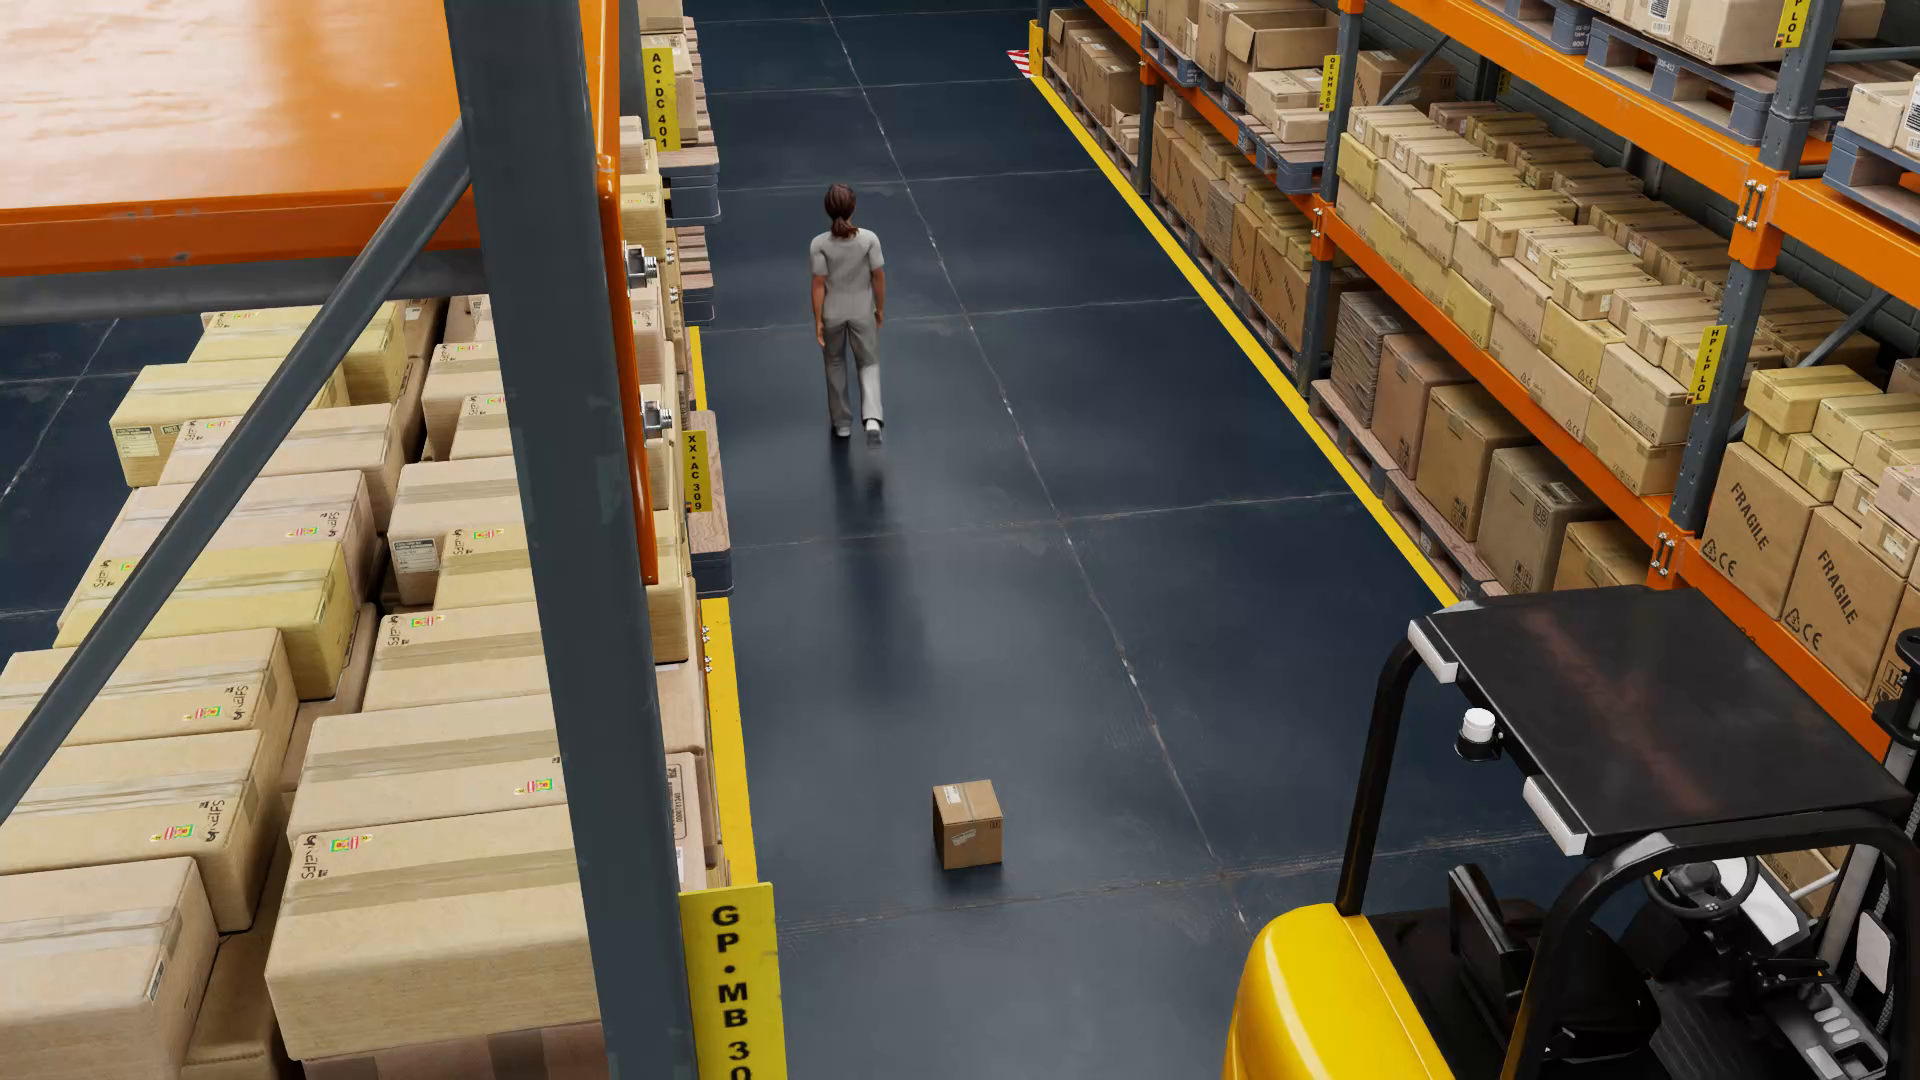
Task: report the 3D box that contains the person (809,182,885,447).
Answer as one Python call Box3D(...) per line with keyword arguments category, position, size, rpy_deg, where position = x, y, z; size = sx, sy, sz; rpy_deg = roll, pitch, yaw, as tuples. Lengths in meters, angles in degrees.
Box3D(category="person", position=(-0.654, -1.305, 9.807), size=(0.445, 1.646, 0.783), rpy_deg=(-4, 31, -7))
